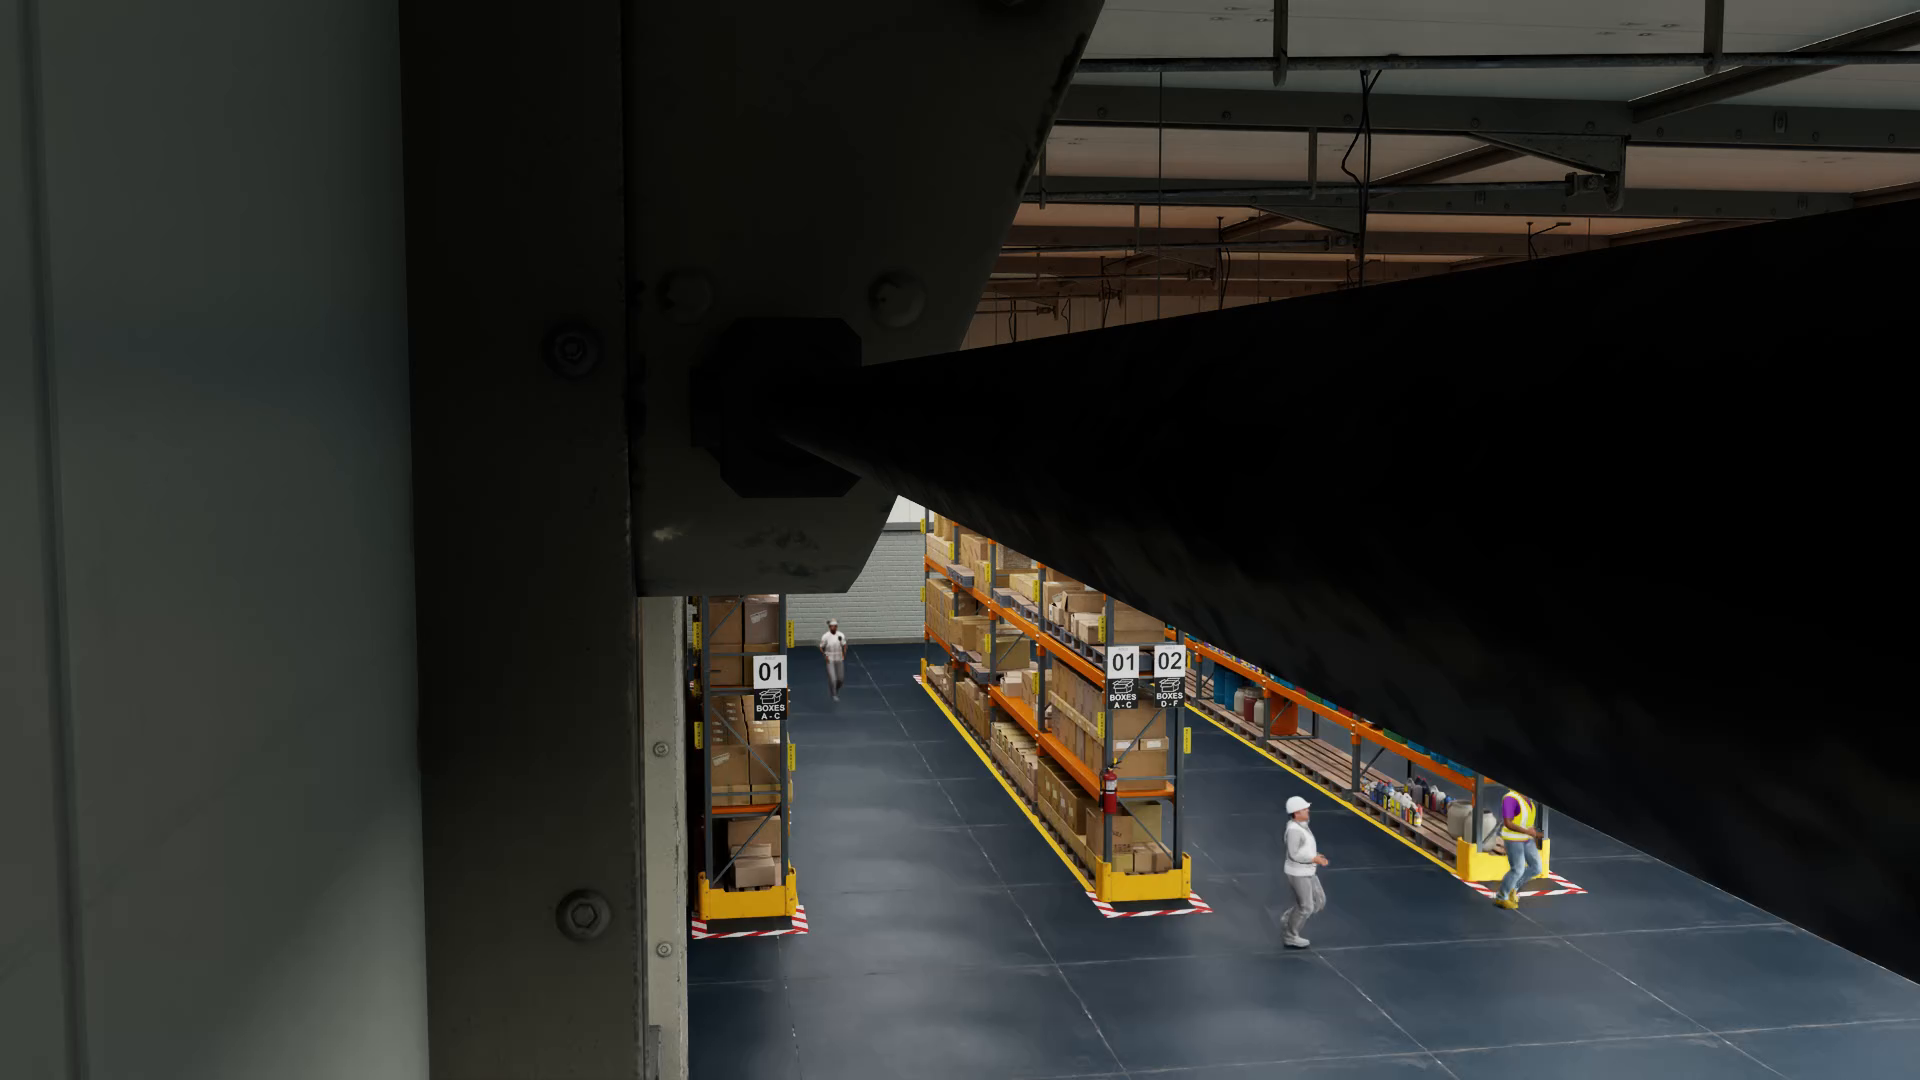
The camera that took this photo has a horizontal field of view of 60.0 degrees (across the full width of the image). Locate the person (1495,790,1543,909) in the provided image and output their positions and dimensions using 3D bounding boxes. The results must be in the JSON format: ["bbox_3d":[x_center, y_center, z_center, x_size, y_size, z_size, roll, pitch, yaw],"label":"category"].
[{"bbox_3d":[6.901,3.664,20.395,0.608,1.732,0.728,5,7,43],"label":"person"}]

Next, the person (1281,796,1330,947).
[{"bbox_3d":[3.955,3.786,19.015,0.581,1.726,0.650,2,5,20],"label":"person"}]

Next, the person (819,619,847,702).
[{"bbox_3d":[-2.475,2.363,32.647,0.555,1.663,0.492,-1,5,-15],"label":"person"}]
